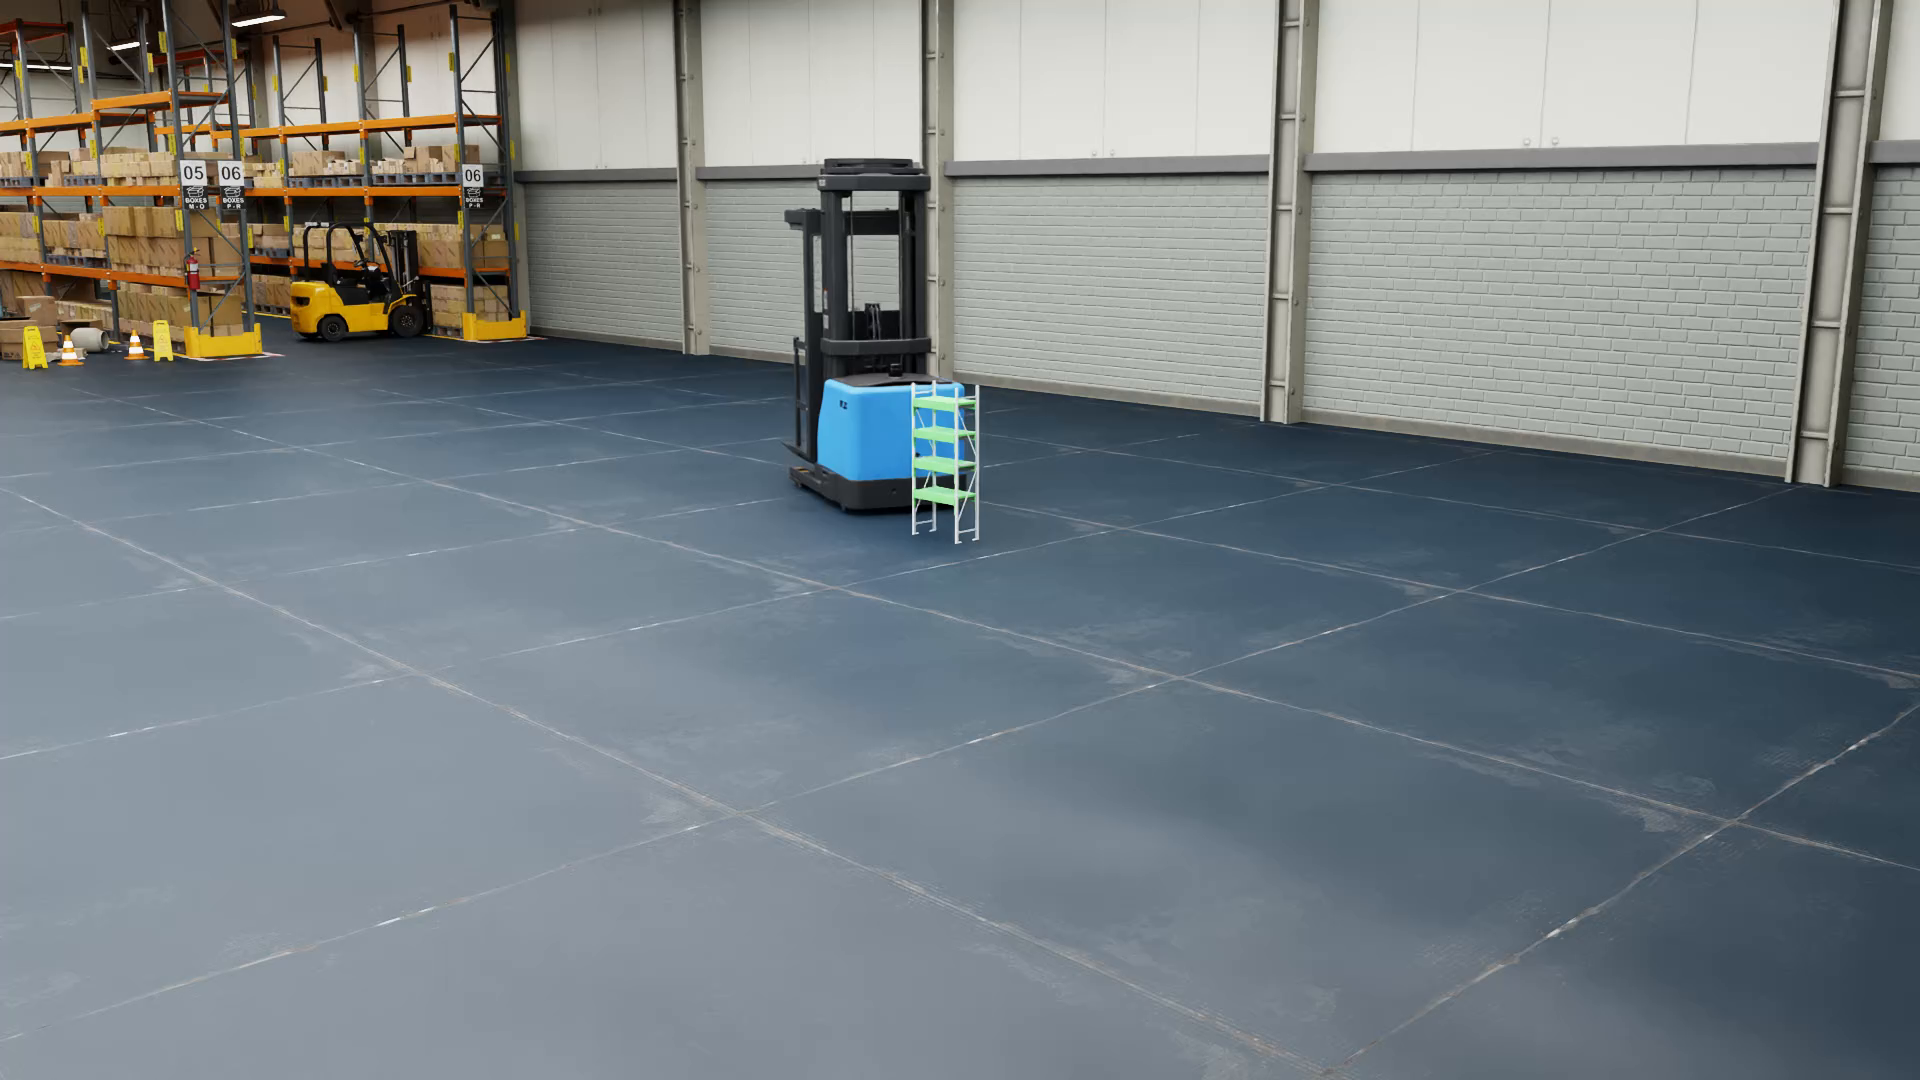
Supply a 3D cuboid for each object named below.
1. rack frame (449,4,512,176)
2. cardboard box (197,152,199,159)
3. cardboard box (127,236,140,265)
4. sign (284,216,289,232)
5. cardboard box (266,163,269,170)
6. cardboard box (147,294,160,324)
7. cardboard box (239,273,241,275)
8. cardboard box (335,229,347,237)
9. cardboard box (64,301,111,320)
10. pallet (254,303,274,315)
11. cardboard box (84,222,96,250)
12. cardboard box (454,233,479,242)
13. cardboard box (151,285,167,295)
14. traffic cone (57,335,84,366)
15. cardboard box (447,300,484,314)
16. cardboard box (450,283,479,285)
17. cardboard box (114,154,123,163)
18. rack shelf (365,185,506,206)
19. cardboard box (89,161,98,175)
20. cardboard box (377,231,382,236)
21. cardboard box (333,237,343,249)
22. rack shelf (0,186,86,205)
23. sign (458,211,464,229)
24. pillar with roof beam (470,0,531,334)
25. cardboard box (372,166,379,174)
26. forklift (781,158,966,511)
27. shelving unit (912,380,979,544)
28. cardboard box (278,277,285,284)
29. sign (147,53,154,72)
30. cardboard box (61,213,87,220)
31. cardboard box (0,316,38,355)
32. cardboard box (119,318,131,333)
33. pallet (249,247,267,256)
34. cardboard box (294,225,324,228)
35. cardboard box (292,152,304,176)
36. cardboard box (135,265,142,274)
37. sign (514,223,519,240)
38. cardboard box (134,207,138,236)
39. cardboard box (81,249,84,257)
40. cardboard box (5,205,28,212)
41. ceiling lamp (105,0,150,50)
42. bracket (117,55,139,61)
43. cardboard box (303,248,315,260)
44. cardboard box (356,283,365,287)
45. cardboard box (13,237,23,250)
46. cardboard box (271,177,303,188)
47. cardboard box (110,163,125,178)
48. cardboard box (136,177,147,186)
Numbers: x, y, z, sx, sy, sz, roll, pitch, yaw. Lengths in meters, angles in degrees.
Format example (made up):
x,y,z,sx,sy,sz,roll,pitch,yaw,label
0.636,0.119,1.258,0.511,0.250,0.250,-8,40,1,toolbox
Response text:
x,y,z,sx,sy,sz,roll,pitch,yaw,label
-8.786,-8.219,30.505,1.000,3.000,0.127,-11,16,-43,rack frame
-12.657,-6.440,27.950,0.380,0.149,0.250,-11,16,-43,cardboard box
-14.333,-5.119,29.339,0.500,0.500,0.500,-11,16,-43,cardboard box
-14.697,-6.900,36.295,0.100,0.325,0.005,-11,16,-43,sign
-15.233,-8.322,37.084,0.380,0.149,0.250,-11,16,-43,cardboard box
-13.822,-4.046,29.031,0.500,0.500,0.500,11,16,44,cardboard box
-16.771,-6.212,39.177,0.250,0.149,0.380,11,16,44,cardboard box
-12.849,-6.433,34.845,0.380,0.149,0.250,-11,16,-42,cardboard box
-17.000,-4.484,32.716,0.950,0.372,0.625,-11,16,-44,cardboard box
-15.637,-5.375,38.477,1.003,0.211,1.213,-11,16,-43,pallet
-15.964,-5.680,31.024,0.500,0.500,0.500,-11,16,-42,cardboard box
-9.228,-5.659,31.091,0.380,0.149,0.250,-11,16,-42,cardboard box
-13.769,-4.333,28.818,0.380,0.149,0.250,-10,15,-40,cardboard box
-14.171,-3.025,26.447,0.336,0.463,0.334,-11,16,-43,traffic cone
-9.348,-4.412,31.428,0.500,0.250,0.500,-11,16,-43,cardboard box
-9.666,-4.873,32.426,0.500,0.250,0.500,-11,16,-43,cardboard box
-14.616,-6.702,29.221,0.380,0.149,0.250,-11,16,-43,cardboard box
-10.167,-6.690,32.297,1.077,0.370,4.000,-11,16,-43,rack shelf
-15.644,-6.839,30.570,0.500,0.250,0.500,-11,16,-44,cardboard box
-11.519,-6.148,33.465,0.380,0.149,0.250,-11,16,-43,cardboard box
-12.782,-6.222,34.809,0.500,0.250,0.500,-10,16,-41,cardboard box
-19.279,-7.165,34.604,1.077,0.370,4.000,-11,16,-43,rack shelf
-9.188,-5.890,30.613,0.100,0.325,0.005,-11,16,-43,sign
-11.729,-7.847,28.696,9.100,9.000,0.548,-11,16,-43,pillar with roof beam
-11.458,-7.358,33.091,0.380,0.149,0.250,-10,16,-41,cardboard box
-0.934,-1.935,15.042,1.130,2.935,3.031,-4,12,-20,forklift
-0.114,-0.612,12.908,0.258,1.200,0.503,-11,16,-43,shelving unit
-15.046,-5.820,37.273,0.250,0.149,0.380,11,16,42,cardboard box
-14.731,-8.680,30.230,0.100,0.325,0.005,-11,16,-43,sign
-18.062,-6.401,33.821,0.500,0.500,0.500,11,16,43,cardboard box
-16.069,-3.471,28.177,0.797,0.637,0.503,-11,16,-43,cardboard box
-14.924,-3.908,30.219,0.500,0.250,0.500,11,16,43,cardboard box
-15.657,-6.638,38.171,1.003,0.211,1.213,-11,16,-43,pallet
-14.553,-6.800,37.195,0.500,0.500,0.500,-10,15,-40,cardboard box
-13.987,-8.082,35.734,0.500,0.500,0.500,-11,16,-42,cardboard box
-14.274,-4.771,29.257,0.380,0.149,0.250,-11,16,-42,cardboard box
-8.381,-5.820,31.386,0.100,0.325,0.005,-11,16,-43,sign
-13.899,-5.544,28.926,0.700,0.500,0.500,-11,16,-43,cardboard box
-16.385,-5.443,31.477,0.380,0.149,0.250,-11,16,-43,cardboard box
-20.691,-7.279,36.474,0.380,0.149,0.250,-11,16,-43,cardboard box
-18.084,-12.401,36.336,0.800,3.185,2.000,-11,16,-43,ceiling lamp
-23.518,-13.255,46.029,0.076,0.066,5.218,-11,16,-43,bracket
-13.837,-6.202,35.953,0.500,0.250,0.500,-11,16,-44,cardboard box
-12.447,-5.096,35.058,0.875,0.625,0.625,-11,16,-43,cardboard box
-19.141,-6.109,34.263,0.500,0.250,0.500,11,16,44,cardboard box
-14.841,-7.885,36.689,0.500,0.250,0.500,11,16,43,cardboard box
-14.667,-6.538,29.411,0.500,0.250,0.500,-11,16,-43,cardboard box
-13.915,-6.166,28.595,0.380,0.149,0.250,-11,16,-43,cardboard box
